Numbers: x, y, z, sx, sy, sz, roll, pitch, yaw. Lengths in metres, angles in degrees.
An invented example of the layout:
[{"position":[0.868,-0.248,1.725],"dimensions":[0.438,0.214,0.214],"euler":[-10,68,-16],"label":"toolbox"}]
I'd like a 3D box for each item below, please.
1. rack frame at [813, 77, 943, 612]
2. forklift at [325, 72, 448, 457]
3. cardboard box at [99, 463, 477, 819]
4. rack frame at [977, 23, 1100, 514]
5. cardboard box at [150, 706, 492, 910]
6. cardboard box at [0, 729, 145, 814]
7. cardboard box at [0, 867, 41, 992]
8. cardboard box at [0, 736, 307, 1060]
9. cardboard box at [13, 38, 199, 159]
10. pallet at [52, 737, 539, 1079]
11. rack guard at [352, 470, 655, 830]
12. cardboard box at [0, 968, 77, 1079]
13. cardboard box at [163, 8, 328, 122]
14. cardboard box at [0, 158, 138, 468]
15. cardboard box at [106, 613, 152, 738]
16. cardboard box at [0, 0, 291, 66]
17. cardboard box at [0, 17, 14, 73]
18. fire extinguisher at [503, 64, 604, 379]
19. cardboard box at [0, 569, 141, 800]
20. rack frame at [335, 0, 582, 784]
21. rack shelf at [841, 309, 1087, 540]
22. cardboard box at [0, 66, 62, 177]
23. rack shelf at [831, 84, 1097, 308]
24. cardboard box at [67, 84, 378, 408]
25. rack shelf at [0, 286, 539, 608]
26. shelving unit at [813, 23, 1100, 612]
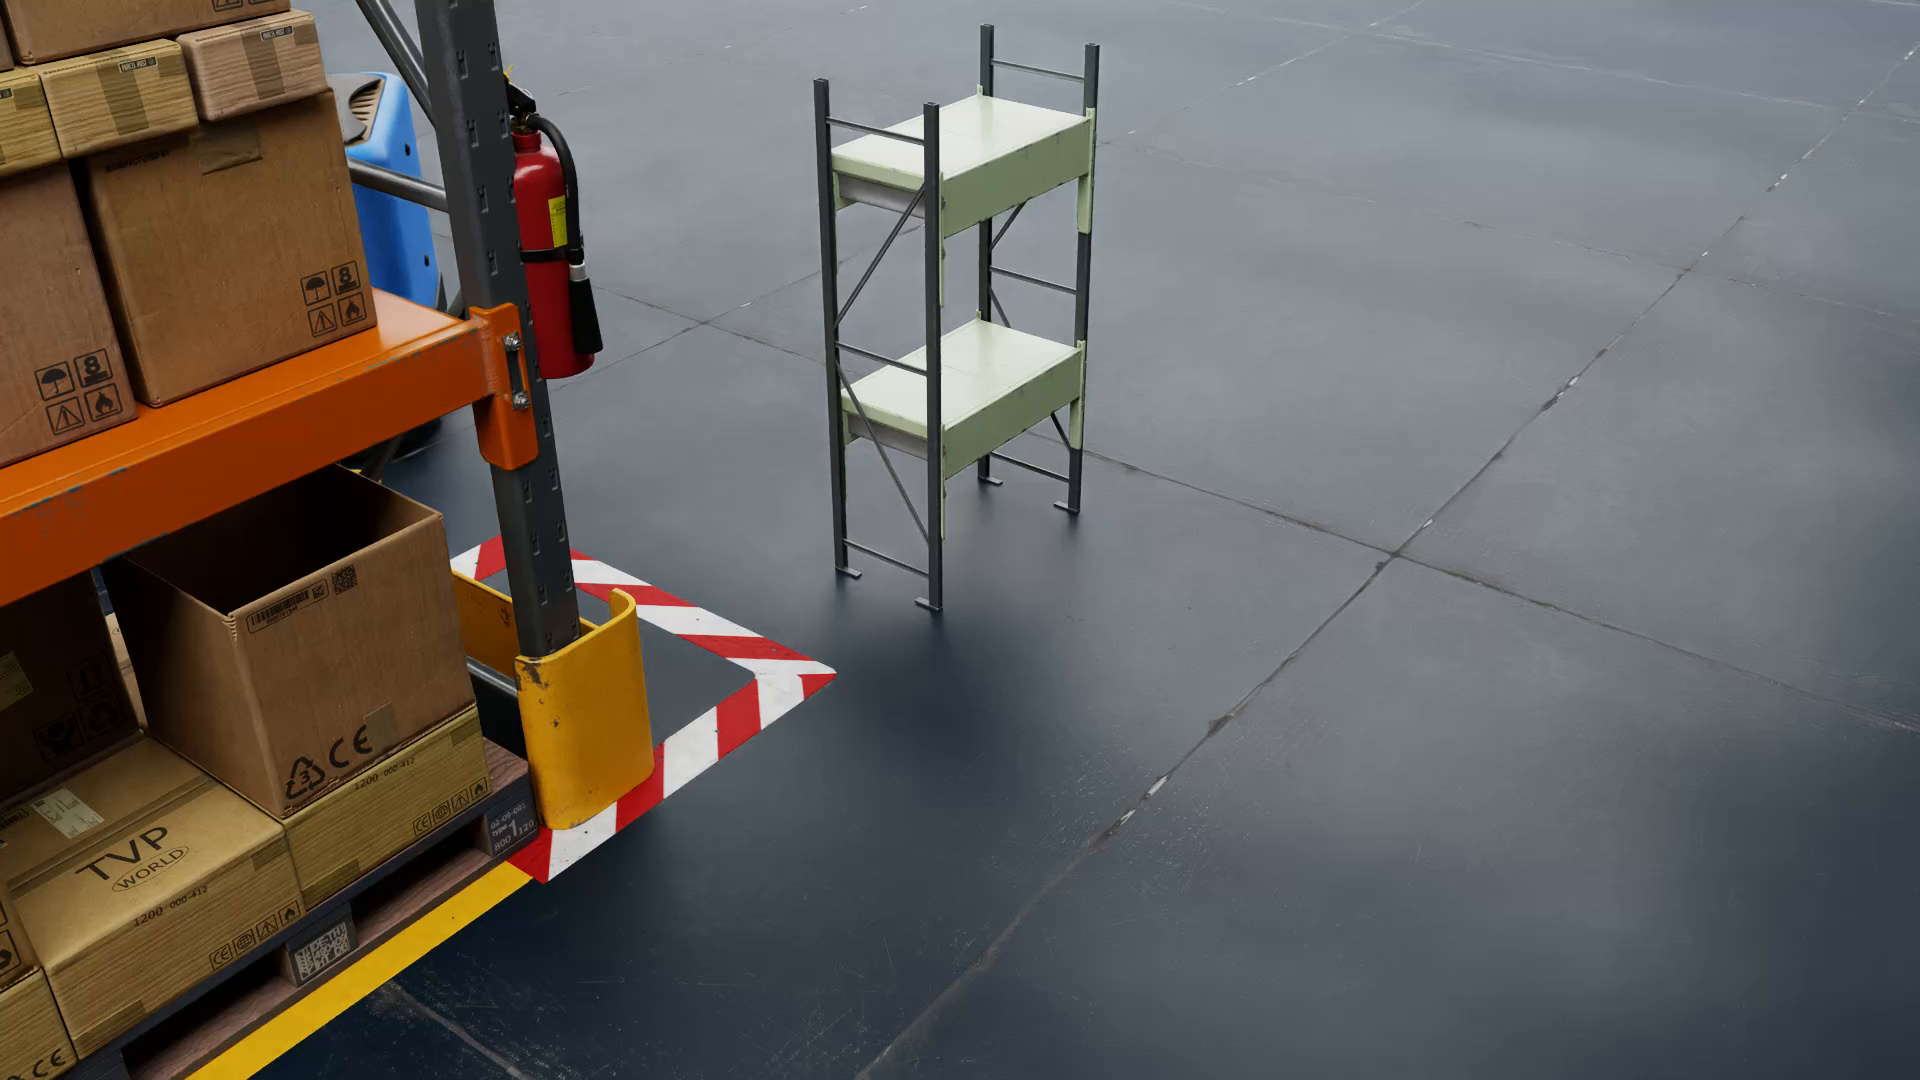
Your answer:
[{"position":[-0.217,-0.499,4.621],"dimensions":[0.400,1.500,0.023],"euler":[21,37,31],"label":"rack frame"},{"position":[-3.373,-1.640,5.142],"dimensions":[3.031,2.935,1.130],"euler":[-6,31,-11],"label":"forklift"},{"position":[-1.426,0.180,3.553],"dimensions":[0.500,0.500,0.500],"euler":[21,37,31],"label":"cardboard box"},{"position":[0.225,-0.797,5.123],"dimensions":[0.400,1.500,0.023],"euler":[21,37,31],"label":"rack frame"},{"position":[-1.428,0.502,3.746],"dimensions":[0.500,0.250,0.500],"euler":[21,37,31],"label":"cardboard box"},{"position":[-2.140,0.547,3.670],"dimensions":[0.500,0.250,0.500],"euler":[21,37,31],"label":"cardboard box"},{"position":[-2.018,0.591,2.860],"dimensions":[0.500,0.500,0.500],"euler":[21,37,31],"label":"cardboard box"},{"position":[-1.720,0.709,3.396],"dimensions":[0.500,0.250,0.500],"euler":[21,37,31],"label":"cardboard box"},{"position":[-1.576,-0.810,2.941],"dimensions":[0.380,0.149,0.250],"euler":[22,37,32],"label":"cardboard box"},{"position":[-1.768,0.714,3.838],"dimensions":[1.003,0.211,1.213],"euler":[21,37,31],"label":"pallet"},{"position":[-1.325,0.257,4.327],"dimensions":[1.175,0.500,0.348],"euler":[21,37,31],"label":"rack guard"},{"position":[-2.021,0.913,3.053],"dimensions":[0.500,0.250,0.500],"euler":[21,37,31],"label":"cardboard box"},{"position":[-1.419,-0.917,3.121],"dimensions":[0.380,0.149,0.250],"euler":[20,36,31],"label":"cardboard box"},{"position":[-1.945,-0.451,2.971],"dimensions":[0.700,0.500,0.500],"euler":[22,37,32],"label":"cardboard box"},{"position":[-1.841,0.343,4.015],"dimensions":[0.500,0.250,0.500],"euler":[21,37,31],"label":"cardboard box"},{"position":[-1.664,-1.203,2.967],"dimensions":[0.700,0.500,0.500],"euler":[21,37,31],"label":"cardboard box"},{"position":[-1.977,-0.987,2.603],"dimensions":[0.700,0.500,0.500],"euler":[20,36,30],"label":"cardboard box"},{"position":[-0.898,-0.681,3.532],"dimensions":[0.296,0.674,0.183],"euler":[21,37,31],"label":"fire extinguisher"},{"position":[-2.141,0.224,3.479],"dimensions":[0.500,0.500,0.500],"euler":[21,37,31],"label":"cardboard box"},{"position":[-1.340,-0.809,3.673],"dimensions":[1.000,3.000,0.127],"euler":[21,37,31],"label":"rack frame"},{"position":[0.004,-0.367,5.038],"dimensions":[0.431,0.370,0.720],"euler":[21,37,31],"label":"rack shelf"},{"position":[-1.730,-0.706,2.765],"dimensions":[0.380,0.149,0.250],"euler":[21,36,31],"label":"cardboard box"},{"position":[0.004,-0.984,4.673],"dimensions":[0.431,0.370,0.720],"euler":[21,37,31],"label":"rack shelf"},{"position":[-1.632,-0.666,3.334],"dimensions":[0.700,0.500,0.500],"euler":[21,37,31],"label":"cardboard box"},{"position":[-2.547,0.313,2.485],"dimensions":[1.077,0.370,4.000],"euler":[21,37,31],"label":"rack shelf"},{"position":[0.004,-0.648,4.872],"dimensions":[0.431,1.500,0.755],"euler":[21,37,31],"label":"shelving unit"}]
